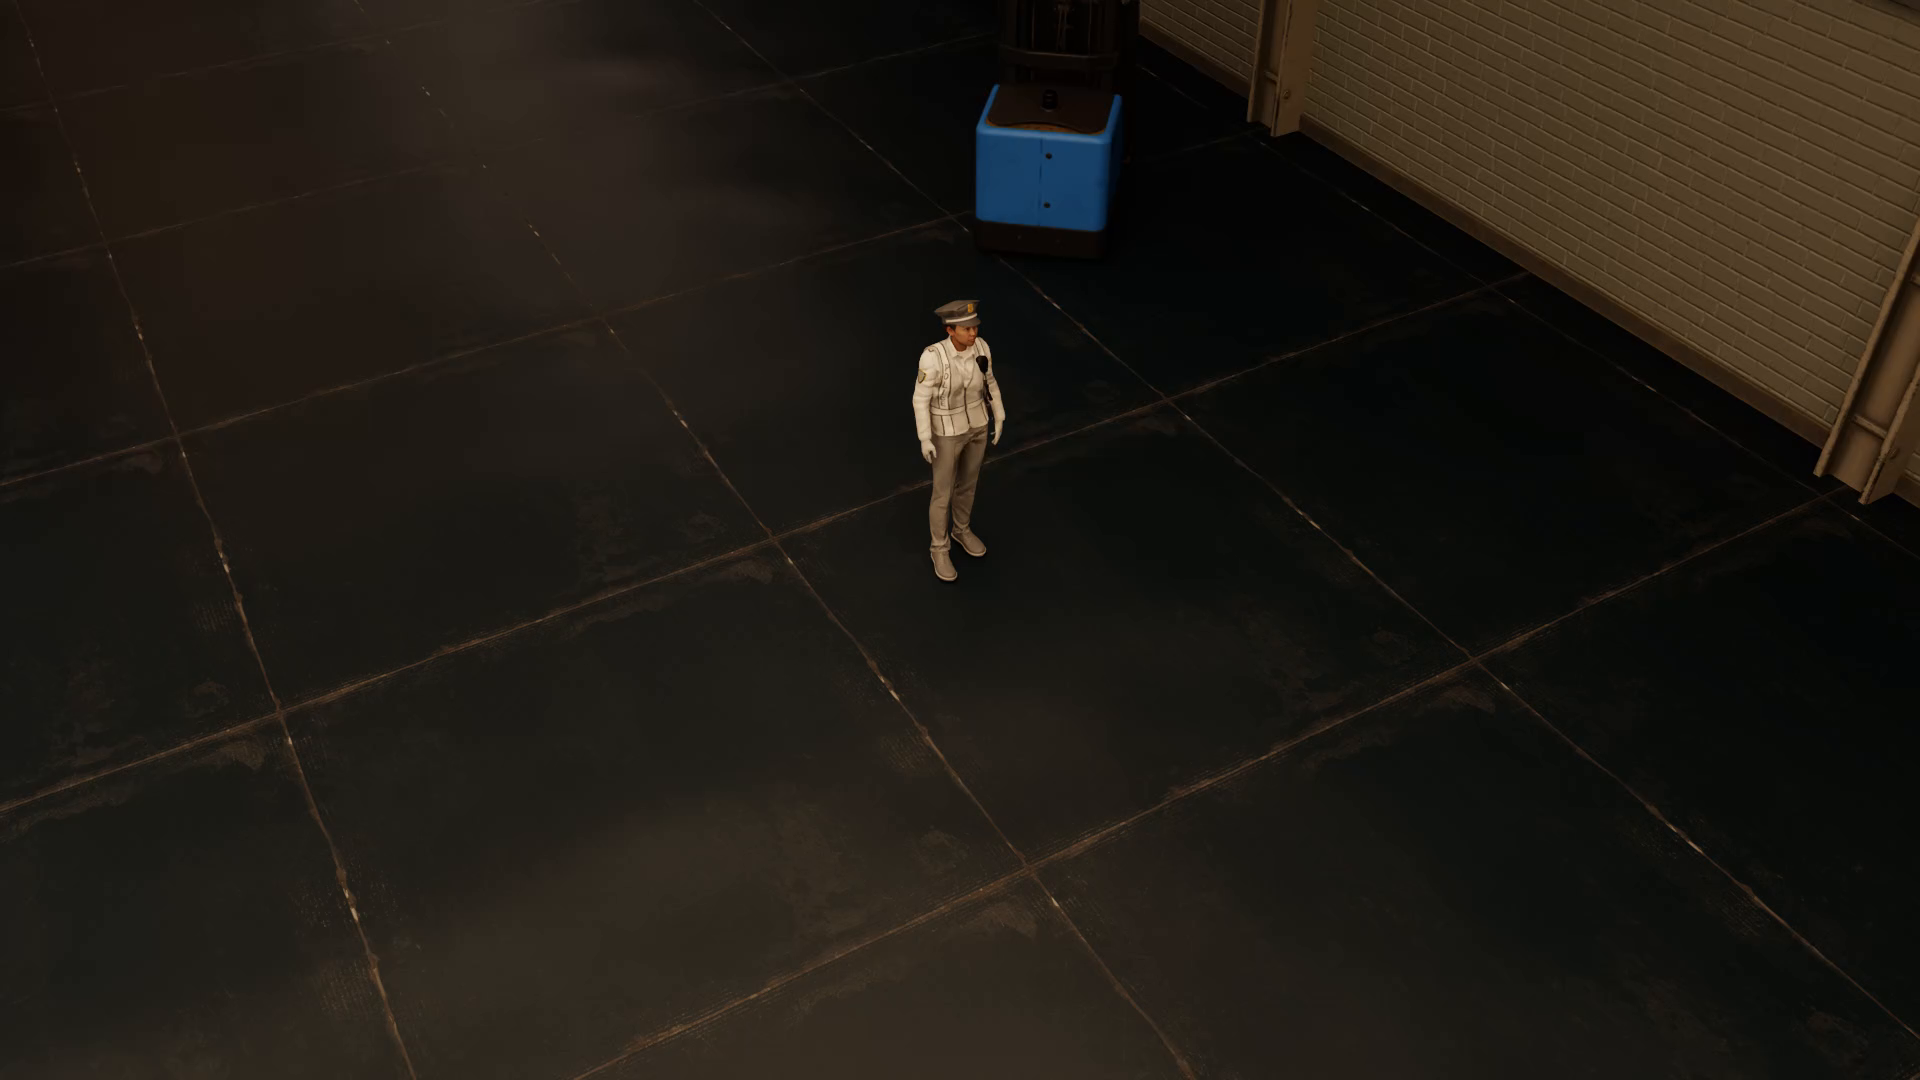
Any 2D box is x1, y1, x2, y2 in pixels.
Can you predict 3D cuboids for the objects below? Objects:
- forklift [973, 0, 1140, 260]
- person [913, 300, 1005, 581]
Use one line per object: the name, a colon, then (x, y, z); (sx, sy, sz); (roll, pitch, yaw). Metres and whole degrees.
forklift: (0.887, -4.235, 13.142); (1.130, 2.935, 3.031); (7, 40, 8)
person: (0.028, -0.619, 9.739); (0.588, 1.696, 0.533); (-20, 44, -23)
